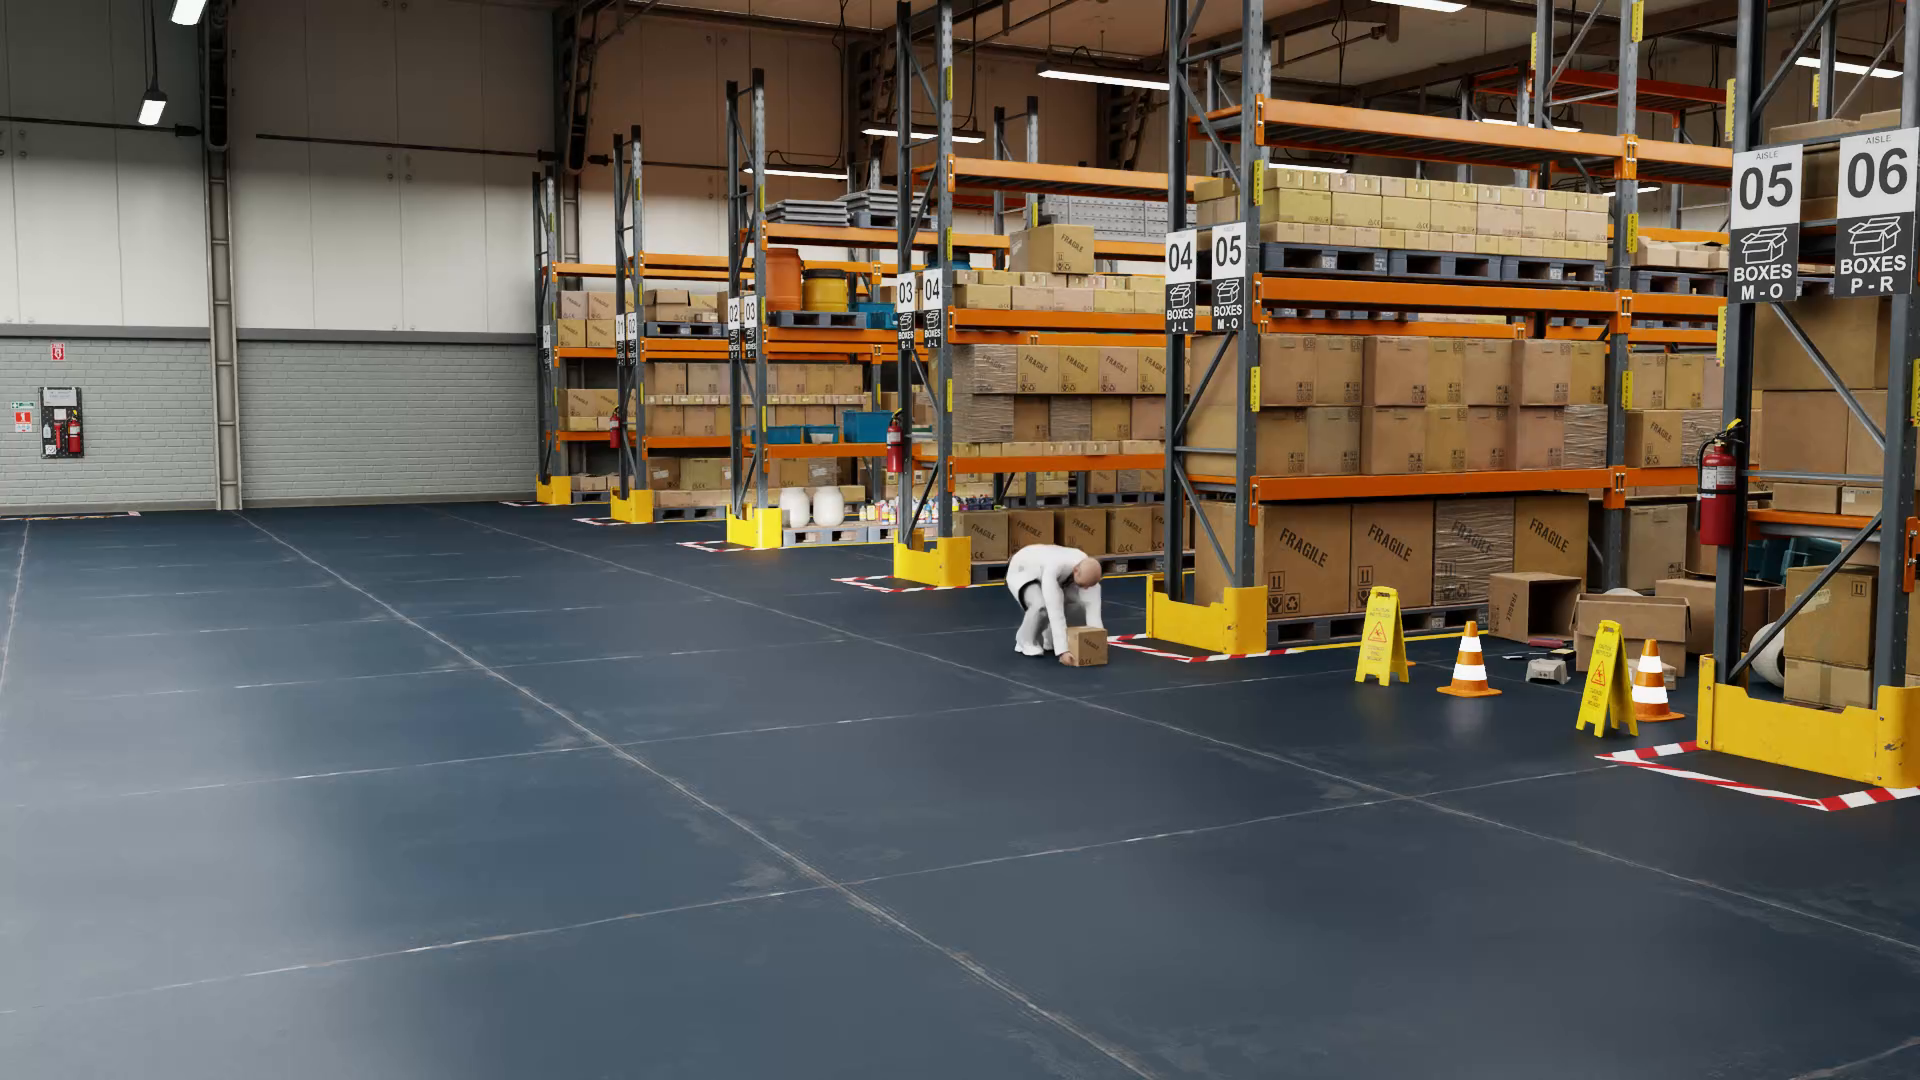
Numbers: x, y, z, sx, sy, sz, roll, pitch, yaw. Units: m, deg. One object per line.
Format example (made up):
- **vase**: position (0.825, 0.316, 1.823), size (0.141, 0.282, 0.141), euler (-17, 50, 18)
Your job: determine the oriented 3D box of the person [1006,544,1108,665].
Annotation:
- **person**: position (0.718, 0.460, 12.287), size (0.584, 0.848, 0.957), euler (-3, 6, -30)
